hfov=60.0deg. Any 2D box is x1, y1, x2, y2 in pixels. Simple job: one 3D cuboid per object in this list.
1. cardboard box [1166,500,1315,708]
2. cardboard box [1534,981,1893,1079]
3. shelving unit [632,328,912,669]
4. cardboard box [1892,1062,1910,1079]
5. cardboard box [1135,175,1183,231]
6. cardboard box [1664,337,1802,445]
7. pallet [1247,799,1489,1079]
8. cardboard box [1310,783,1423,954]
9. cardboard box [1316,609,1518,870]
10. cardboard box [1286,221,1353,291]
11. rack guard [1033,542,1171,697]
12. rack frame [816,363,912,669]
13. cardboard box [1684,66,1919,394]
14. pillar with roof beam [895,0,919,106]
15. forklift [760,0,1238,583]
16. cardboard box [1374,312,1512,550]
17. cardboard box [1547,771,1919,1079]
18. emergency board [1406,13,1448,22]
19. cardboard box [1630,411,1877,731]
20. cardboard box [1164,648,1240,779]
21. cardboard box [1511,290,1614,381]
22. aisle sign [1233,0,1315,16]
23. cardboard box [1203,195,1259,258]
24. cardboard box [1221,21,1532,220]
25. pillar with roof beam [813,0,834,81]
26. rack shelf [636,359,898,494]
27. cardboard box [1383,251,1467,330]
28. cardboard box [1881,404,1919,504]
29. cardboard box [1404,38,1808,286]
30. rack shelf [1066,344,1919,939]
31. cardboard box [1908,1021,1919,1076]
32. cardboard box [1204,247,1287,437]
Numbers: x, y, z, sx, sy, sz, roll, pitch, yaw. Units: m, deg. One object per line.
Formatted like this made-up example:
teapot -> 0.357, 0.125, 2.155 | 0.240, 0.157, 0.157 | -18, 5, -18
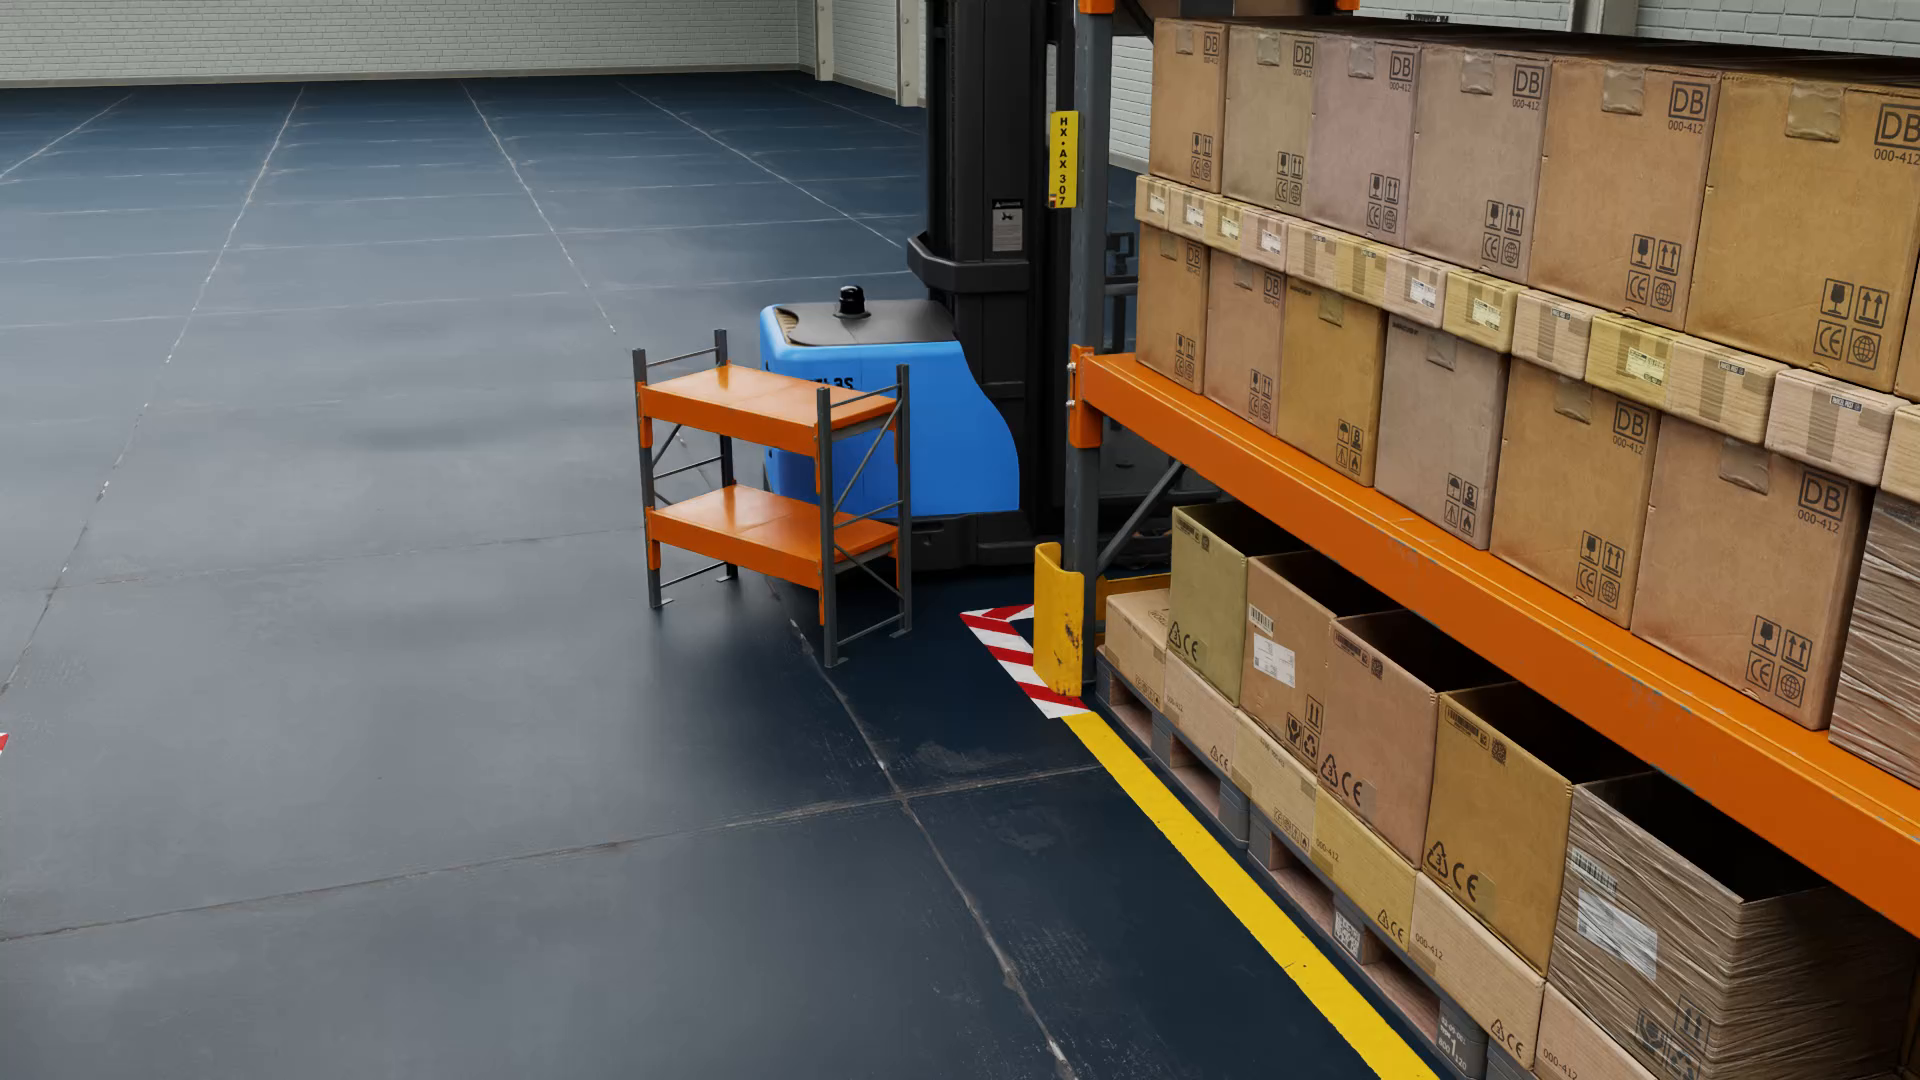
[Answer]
cardboard box -> 1.001, 0.177, 5.323 | 0.500, 0.500, 0.500 | -6, 21, -17
cardboard box -> 1.641, 1.171, 3.667 | 0.500, 0.250, 0.500 | -6, 21, -17
shelving unit -> -0.764, -0.200, 6.809 | 1.048, 1.125, 0.538 | 15, 25, 36
cardboard box -> 2.132, 1.116, 3.820 | 0.500, 0.250, 0.500 | -6, 21, -17
cardboard box -> 0.804, -1.126, 5.506 | 0.380, 0.149, 0.250 | -7, 21, -18
cardboard box -> 1.609, -0.303, 3.216 | 0.380, 0.149, 0.250 | -6, 21, -17
pallet -> 1.545, 1.022, 4.760 | 1.003, 0.211, 1.213 | -6, 21, -17
cardboard box -> 1.312, 0.851, 4.556 | 0.500, 0.250, 0.500 | -6, 21, -17
cardboard box -> 1.311, 0.498, 4.428 | 0.500, 0.500, 0.500 | -6, 21, -17
cardboard box -> 1.130, -0.795, 4.585 | 0.380, 0.149, 0.250 | -7, 21, -19
rack guard -> 0.878, 0.246, 6.491 | 1.175, 0.500, 0.348 | -6, 21, -17
rack frame -> -0.365, -0.094, 6.513 | 0.032, 1.125, 0.500 | 15, 25, 36
cardboard box -> 1.837, -0.600, 3.083 | 0.700, 0.500, 0.500 | -6, 21, -17
pillar with roof beam -> -5.003, -11.385, 26.301 | 9.100, 9.000, 0.400 | -6, 21, -17
forklift -> 0.615, -1.416, 7.523 | 3.031, 2.935, 1.130 | -4, 20, -10
cardboard box -> 1.509, -0.322, 4.227 | 0.700, 0.500, 0.500 | -6, 21, -16
cardboard box -> 1.643, 0.817, 3.540 | 0.500, 0.500, 0.500 | -6, 21, -17
emergency board -> 4.001, -4.040, 14.726 | 0.194, 1.169, 0.643 | -6, 21, -17
cardboard box -> 1.825, 0.004, 3.321 | 0.700, 0.500, 0.500 | -7, 21, -18
cardboard box -> 1.003, 0.530, 5.451 | 0.500, 0.250, 0.500 | -6, 21, -17
cardboard box -> 1.456, -0.463, 3.661 | 0.380, 0.149, 0.250 | -6, 21, -16
aisle sign -> 1.143, -2.198, 5.753 | 0.394, 0.787, 0.004 | -6, 21, -17
cardboard box -> 0.967, -0.961, 5.048 | 0.380, 0.149, 0.250 | -6, 21, -17
cardboard box -> 1.207, -1.244, 4.875 | 0.700, 0.500, 0.500 | -7, 21, -19
pillar with roof beam -> -6.888, -13.310, 31.662 | 9.100, 9.000, 0.400 | -6, 21, -17
rack shelf -> -0.764, -0.475, 6.710 | 1.000, 0.278, 0.538 | 15, 25, 36
cardboard box -> 1.286, -0.633, 4.133 | 0.380, 0.149, 0.250 | -6, 21, -17
cardboard box -> 1.778, -0.135, 2.748 | 0.380, 0.149, 0.250 | -7, 21, -18
cardboard box -> 1.524, -0.921, 3.977 | 0.700, 0.500, 0.500 | -6, 21, -17
rack shelf -> 1.514, 0.058, 4.382 | 1.077, 0.370, 4.000 | -6, 21, -17
cardboard box -> 2.294, 0.923, 3.248 | 0.500, 0.500, 0.500 | -6, 21, -17
cardboard box -> 1.189, -0.650, 5.142 | 0.700, 0.500, 0.500 | -6, 21, -16
